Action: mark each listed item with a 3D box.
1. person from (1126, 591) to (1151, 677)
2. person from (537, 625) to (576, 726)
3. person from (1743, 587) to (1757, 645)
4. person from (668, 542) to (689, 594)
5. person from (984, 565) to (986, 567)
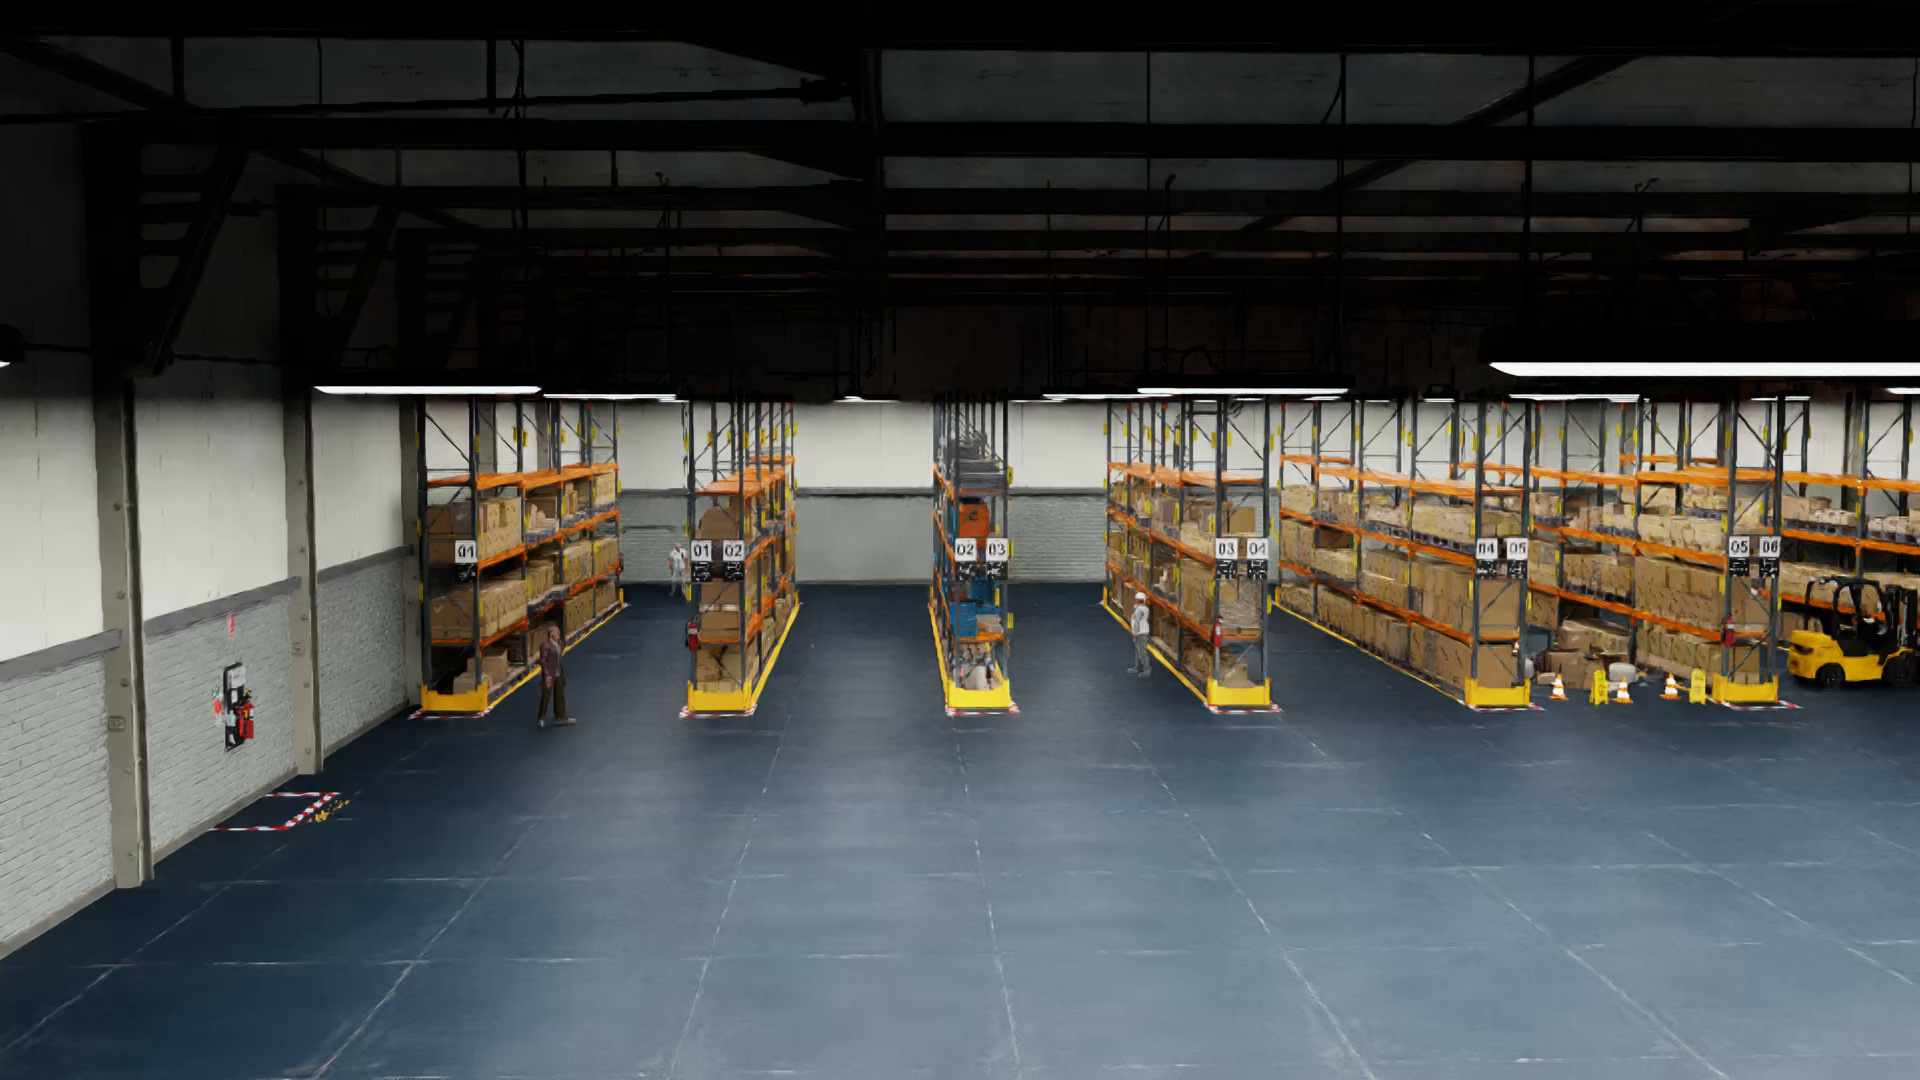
[{"bbox_3d":[3.776,1.965,35.100,0.587,1.768,0.647,1,5,17],"label":"person"},{"bbox_3d":[-7.270,2.410,29.655,0.526,1.778,0.677,2,5,26],"label":"person"},{"bbox_3d":[16.903,1.904,35.687,0.494,1.786,0.606,2,5,28],"label":"person"},{"bbox_3d":[-8.475,0.844,50.092,0.625,1.611,0.575,0,5,-5],"label":"person"},{"bbox_3d":[0.677,1.226,44.922,0.445,1.657,0.575,-2,5,-22],"label":"person"}]
